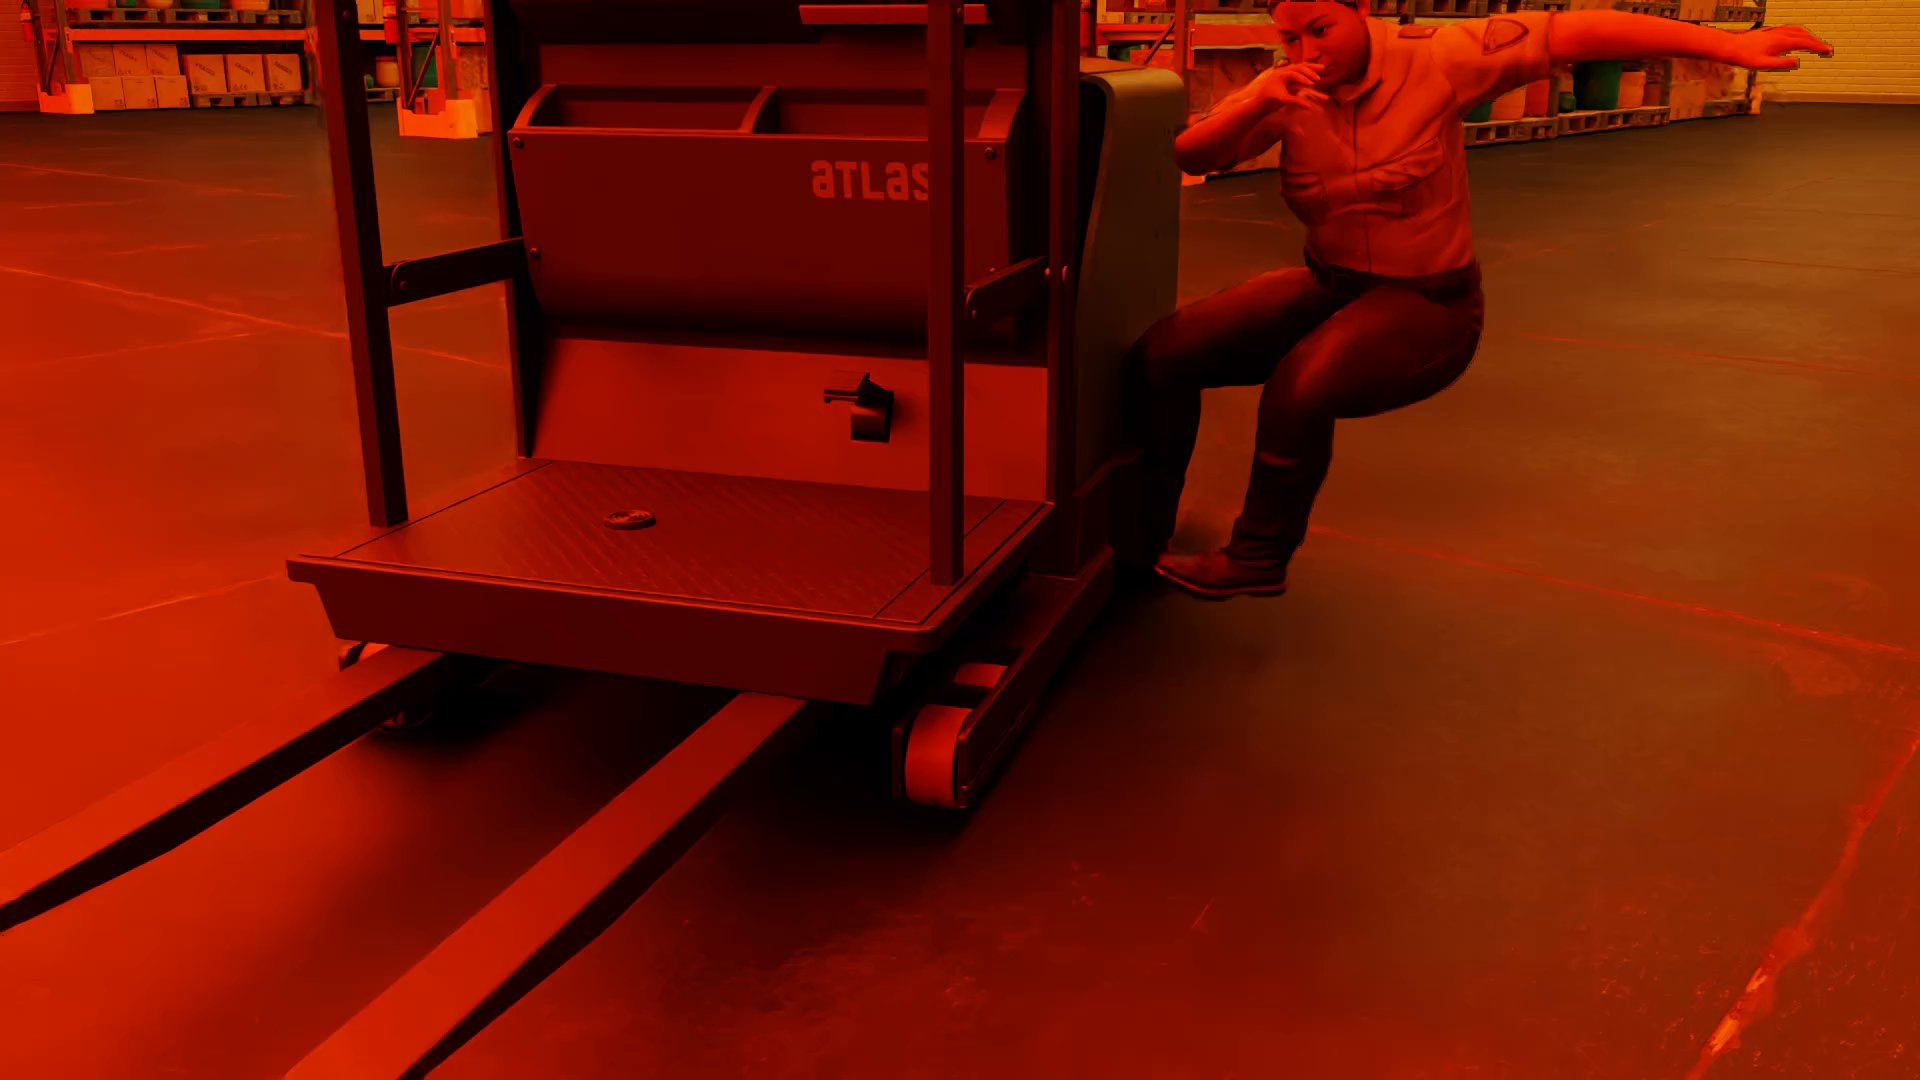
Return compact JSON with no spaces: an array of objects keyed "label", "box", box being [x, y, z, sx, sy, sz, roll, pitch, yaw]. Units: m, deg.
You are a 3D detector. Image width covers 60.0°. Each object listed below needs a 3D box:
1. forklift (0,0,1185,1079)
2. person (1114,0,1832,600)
[{"label":"forklift","box":[-0.408,-1.114,2.568,1.130,2.935,3.031,5,18,17]},{"label":"person","box":[0.821,-0.446,3.216,1.331,1.332,0.684,16,23,43]}]
